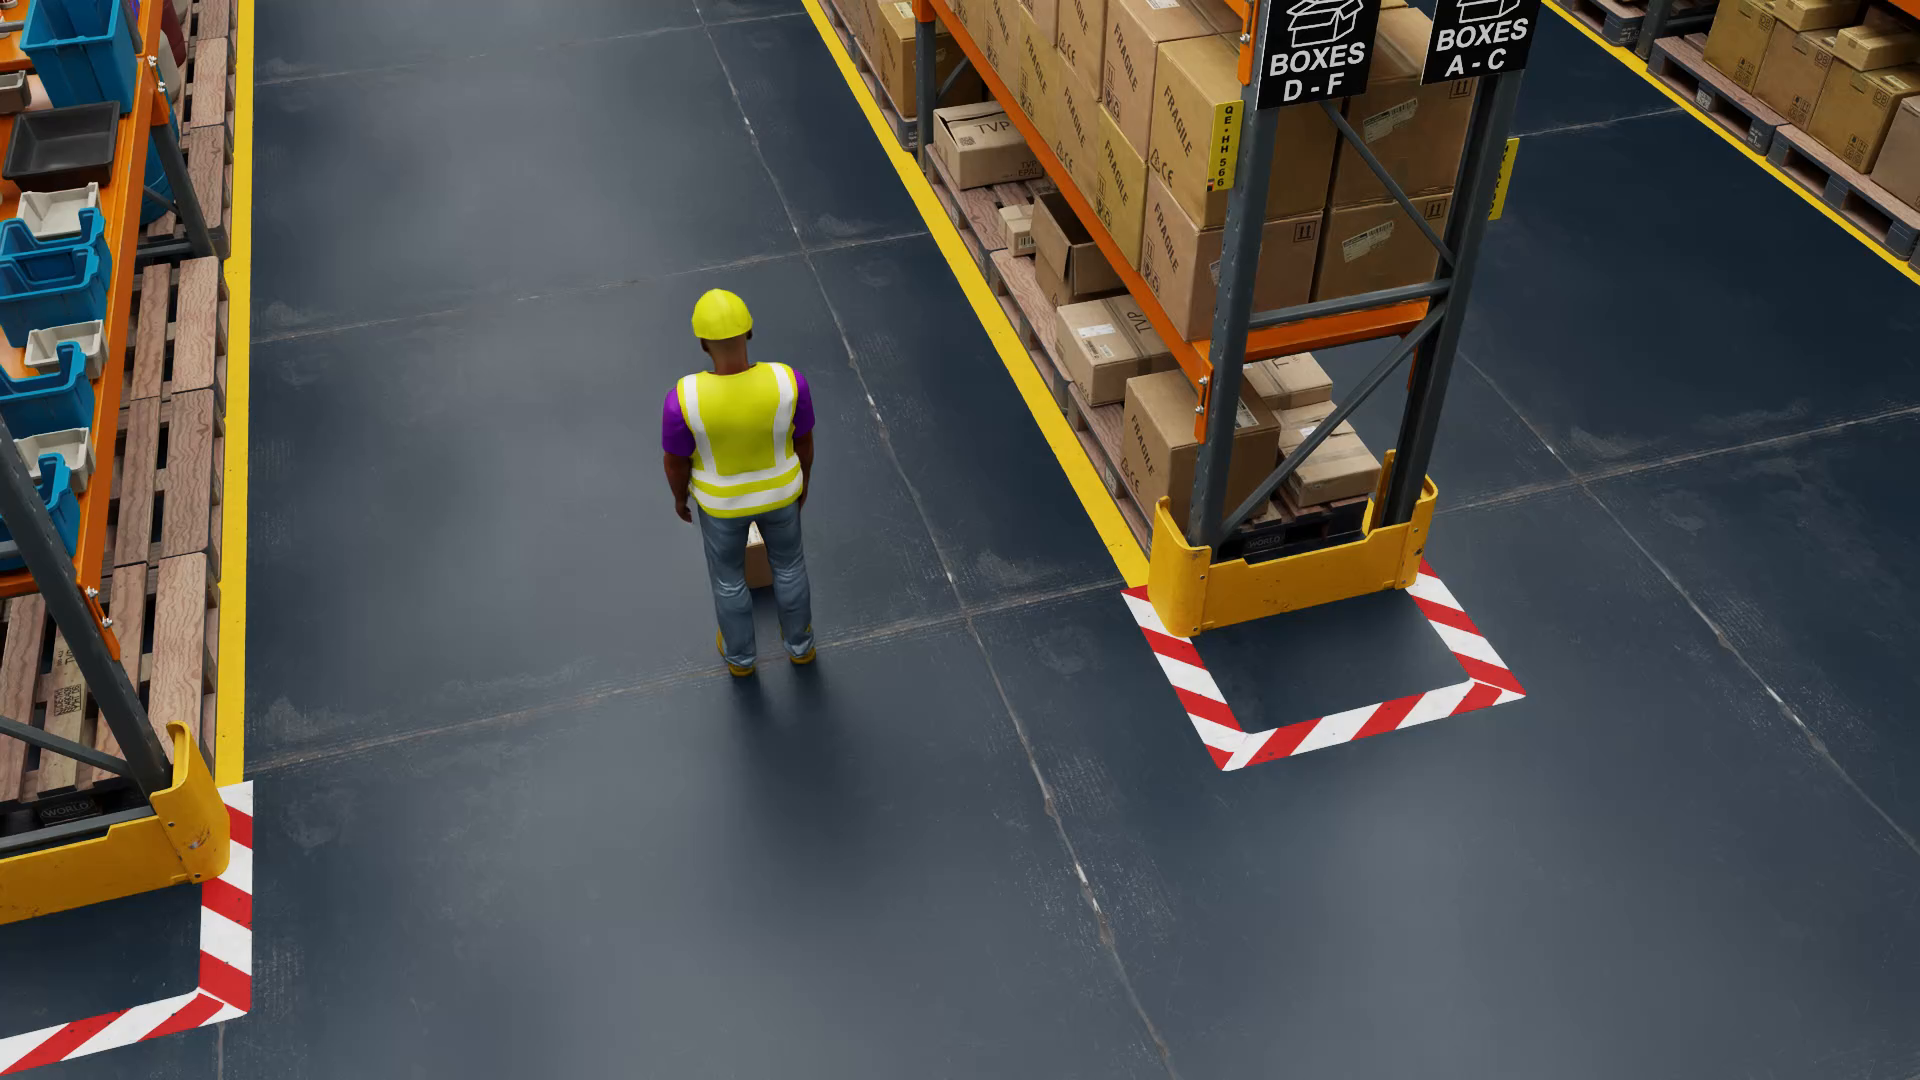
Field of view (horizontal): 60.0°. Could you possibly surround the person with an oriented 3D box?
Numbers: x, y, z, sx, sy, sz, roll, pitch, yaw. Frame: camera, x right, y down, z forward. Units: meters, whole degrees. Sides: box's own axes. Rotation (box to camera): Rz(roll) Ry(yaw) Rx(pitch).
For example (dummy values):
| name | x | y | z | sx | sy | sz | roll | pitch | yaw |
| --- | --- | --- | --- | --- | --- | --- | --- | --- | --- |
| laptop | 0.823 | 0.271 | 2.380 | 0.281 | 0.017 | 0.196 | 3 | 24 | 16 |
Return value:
| name | x | y | z | sx | sy | sz | roll | pitch | yaw |
| --- | --- | --- | --- | --- | --- | --- | --- | --- | --- |
| person | -0.826 | -0.189 | 6.356 | 0.567 | 1.759 | 0.363 | -11 | 43 | -12 |
